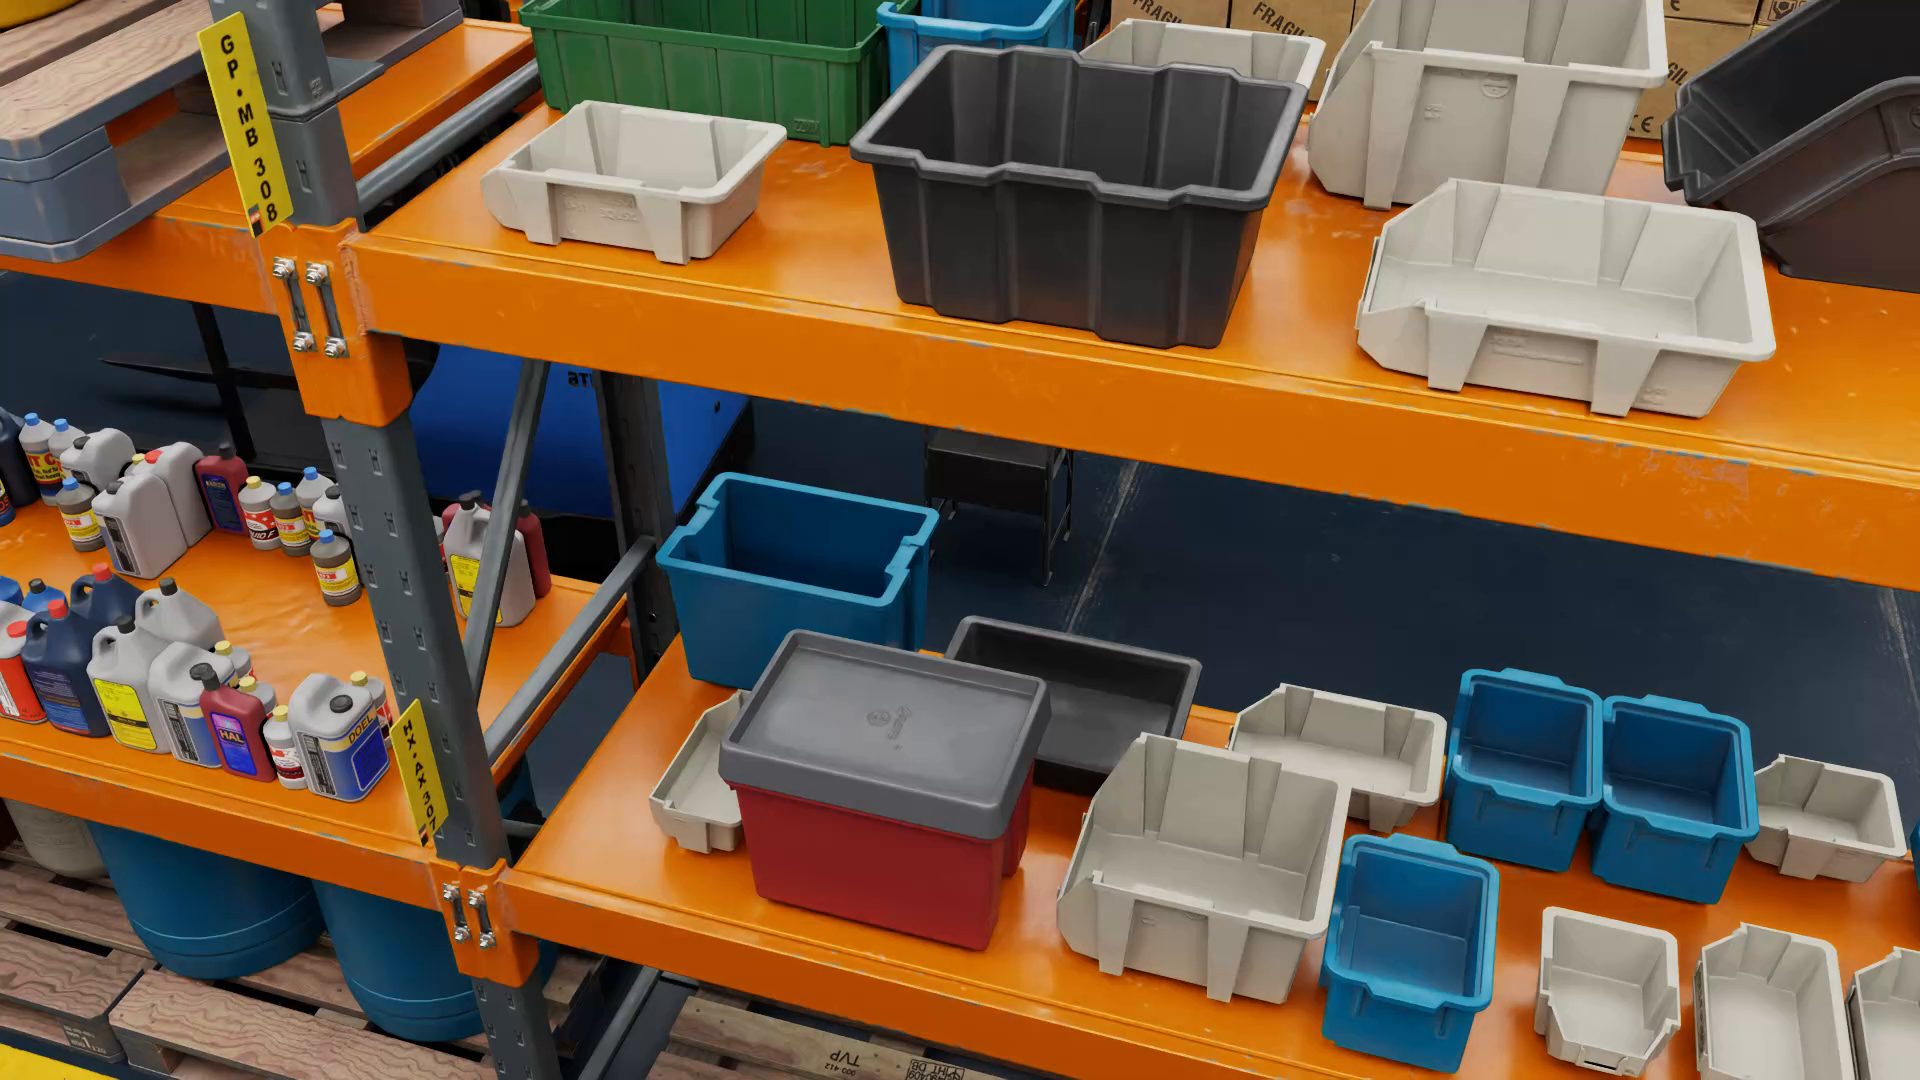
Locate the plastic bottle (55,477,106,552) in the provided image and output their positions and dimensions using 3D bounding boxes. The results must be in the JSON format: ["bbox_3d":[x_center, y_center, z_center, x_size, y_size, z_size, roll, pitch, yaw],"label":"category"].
[{"bbox_3d":[-2.373,-0.076,4.491,0.097,0.201,0.097,0,36,0],"label":"plastic bottle"}]

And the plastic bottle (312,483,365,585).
[{"bbox_3d":[-1.598,-0.040,4.379,0.135,0.276,0.152,10,38,14],"label":"plastic bottle"}]

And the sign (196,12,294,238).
[{"bbox_3d":[-1.086,-0.629,2.536,0.005,0.325,0.100,10,38,14],"label":"sign"}]

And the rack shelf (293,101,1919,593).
[{"bbox_3d":[0.988,-0.293,2.694,4.000,0.370,1.077,10,38,14],"label":"rack shelf"}]

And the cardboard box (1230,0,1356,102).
[{"bbox_3d":[1.455,-2.237,7.175,0.500,0.500,0.500,11,38,15],"label":"cardboard box"}]

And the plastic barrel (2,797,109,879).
[{"bbox_3d":[-2.623,0.724,4.981,0.421,0.512,0.421,0,36,0],"label":"plastic barrel"}]

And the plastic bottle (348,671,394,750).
[{"bbox_3d":[-1.374,0.391,3.855,0.097,0.201,0.097,0,36,0],"label":"plastic bottle"}]

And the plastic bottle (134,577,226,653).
[{"bbox_3d":[-1.853,0.233,3.945,0.185,0.351,0.144,10,38,14],"label":"plastic bottle"}]

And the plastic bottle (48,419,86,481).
[{"bbox_3d":[-2.457,-0.214,4.619,0.097,0.271,0.097,0,36,0],"label":"plastic bottle"}]

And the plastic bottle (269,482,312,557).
[{"bbox_3d":[-1.794,-0.063,4.473,0.097,0.201,0.097,0,36,0],"label":"plastic bottle"}]

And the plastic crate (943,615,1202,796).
[{"bbox_3d":[0.228,0.404,3.851,0.590,0.125,0.437,10,38,14],"label":"plastic crate"}]

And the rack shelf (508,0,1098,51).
[{"bbox_3d":[-1.349,-2.594,8.350,4.000,0.370,1.077,10,38,14],"label":"rack shelf"}]

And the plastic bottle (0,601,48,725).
[{"bbox_3d":[-2.223,0.281,3.942,0.135,0.276,0.152,10,38,14],"label":"plastic bottle"}]

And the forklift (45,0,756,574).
[{"bbox_3d":[-2.454,-1.467,6.270,3.031,2.935,1.130,7,37,10],"label":"forklift"}]

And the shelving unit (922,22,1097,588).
[{"bbox_3d":[0.158,-0.816,6.088,0.503,2.100,0.431,10,38,14],"label":"shelving unit"}]

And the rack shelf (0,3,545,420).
[{"bbox_3d":[-2.830,-1.000,3.654,4.000,0.370,1.077,10,38,14],"label":"rack shelf"}]

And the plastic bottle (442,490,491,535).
[{"bbox_3d":[-1.271,-0.011,4.333,0.133,0.283,0.061,10,38,14],"label":"plastic bottle"}]

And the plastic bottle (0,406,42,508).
[{"bbox_3d":[-2.691,-0.275,4.635,0.185,0.351,0.144,10,38,14],"label":"plastic bottle"}]

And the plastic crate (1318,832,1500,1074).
[{"bbox_3d":[0.861,0.804,3.217,0.300,0.233,0.416,10,38,14],"label":"plastic crate"}]

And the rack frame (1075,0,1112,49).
[{"bbox_3d":[0.560,-2.530,7.657,0.127,3.000,1.000,10,38,14],"label":"rack frame"}]

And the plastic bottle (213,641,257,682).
[{"bbox_3d":[-1.722,0.327,3.943,0.097,0.201,0.097,0,36,0],"label":"plastic bottle"}]

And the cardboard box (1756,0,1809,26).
[{"bbox_3d":[3.389,-2.278,6.386,0.500,0.500,0.500,12,38,15],"label":"cardboard box"}]

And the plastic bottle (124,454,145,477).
[{"bbox_3d":[-2.235,-0.145,4.584,0.097,0.201,0.097,0,36,0],"label":"plastic bottle"}]

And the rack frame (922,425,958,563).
[{"bbox_3d":[-0.075,-0.860,6.146,0.015,2.100,0.400,10,38,14],"label":"rack frame"}]

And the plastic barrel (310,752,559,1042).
[{"bbox_3d":[-1.435,0.842,4.491,0.708,0.901,0.600,10,38,14],"label":"plastic barrel"}]

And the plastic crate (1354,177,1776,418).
[{"bbox_3d":[0.851,-0.348,2.384,0.530,0.136,0.437,10,38,14],"label":"plastic crate"}]

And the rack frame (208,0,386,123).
[{"bbox_3d":[-0.921,-2.144,2.072,0.127,3.000,1.000,10,38,14],"label":"rack frame"}]

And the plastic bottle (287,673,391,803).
[{"bbox_3d":[-1.393,0.435,3.733,0.135,0.276,0.152,10,38,14],"label":"plastic bottle"}]

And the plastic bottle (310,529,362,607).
[{"bbox_3d":[-1.618,0.064,4.300,0.097,0.201,0.097,0,36,0],"label":"plastic bottle"}]

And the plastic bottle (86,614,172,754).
[{"bbox_3d":[-1.896,0.315,3.834,0.185,0.351,0.144,10,38,14],"label":"plastic bottle"}]

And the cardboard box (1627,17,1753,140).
[{"bbox_3d":[2.899,-1.969,6.811,0.500,0.500,0.500,11,38,14],"label":"cardboard box"}]

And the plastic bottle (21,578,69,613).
[{"bbox_3d":[-2.204,0.209,4.043,0.097,0.271,0.097,0,36,0],"label":"plastic bottle"}]

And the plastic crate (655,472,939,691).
[{"bbox_3d":[-0.373,0.144,3.987,0.575,0.384,0.392,10,38,14],"label":"plastic crate"}]

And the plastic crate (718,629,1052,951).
[{"bbox_3d":[-0.143,0.522,3.406,0.583,0.464,0.402,10,38,14],"label":"plastic crate"}]

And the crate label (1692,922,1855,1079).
[{"bbox_3d":[1.520,0.925,3.135,0.243,0.136,0.396,10,38,14],"label":"crate label"}]

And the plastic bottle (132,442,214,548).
[{"bbox_3d":[-2.133,-0.139,4.513,0.135,0.276,0.152,10,38,14],"label":"plastic bottle"}]

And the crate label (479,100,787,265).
[{"bbox_3d":[-0.540,-0.580,2.699,0.466,0.136,0.293,10,38,14],"label":"crate label"}]

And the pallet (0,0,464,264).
[{"bbox_3d":[-1.698,-0.943,3.130,1.003,0.211,1.213,10,38,14],"label":"pallet"}]

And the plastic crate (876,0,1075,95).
[{"bbox_3d":[0.044,-0.888,3.037,0.300,0.233,0.416,10,38,14],"label":"plastic crate"}]

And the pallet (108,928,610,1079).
[{"bbox_3d":[-1.645,1.235,4.894,1.213,0.211,1.003,10,38,14],"label":"pallet"}]

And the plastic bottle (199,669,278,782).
[{"bbox_3d":[-1.628,0.417,3.751,0.133,0.283,0.061,10,38,14],"label":"plastic bottle"}]

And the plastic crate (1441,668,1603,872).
[{"bbox_3d":[1.217,0.507,3.622,0.300,0.233,0.416,10,38,14],"label":"plastic crate"}]

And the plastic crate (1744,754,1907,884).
[{"bbox_3d":[1.831,0.608,3.566,0.298,0.136,0.250,10,38,14],"label":"plastic crate"}]

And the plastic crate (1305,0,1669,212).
[{"bbox_3d":[0.874,-0.748,2.805,0.530,0.282,0.437,10,38,14],"label":"plastic crate"}]
